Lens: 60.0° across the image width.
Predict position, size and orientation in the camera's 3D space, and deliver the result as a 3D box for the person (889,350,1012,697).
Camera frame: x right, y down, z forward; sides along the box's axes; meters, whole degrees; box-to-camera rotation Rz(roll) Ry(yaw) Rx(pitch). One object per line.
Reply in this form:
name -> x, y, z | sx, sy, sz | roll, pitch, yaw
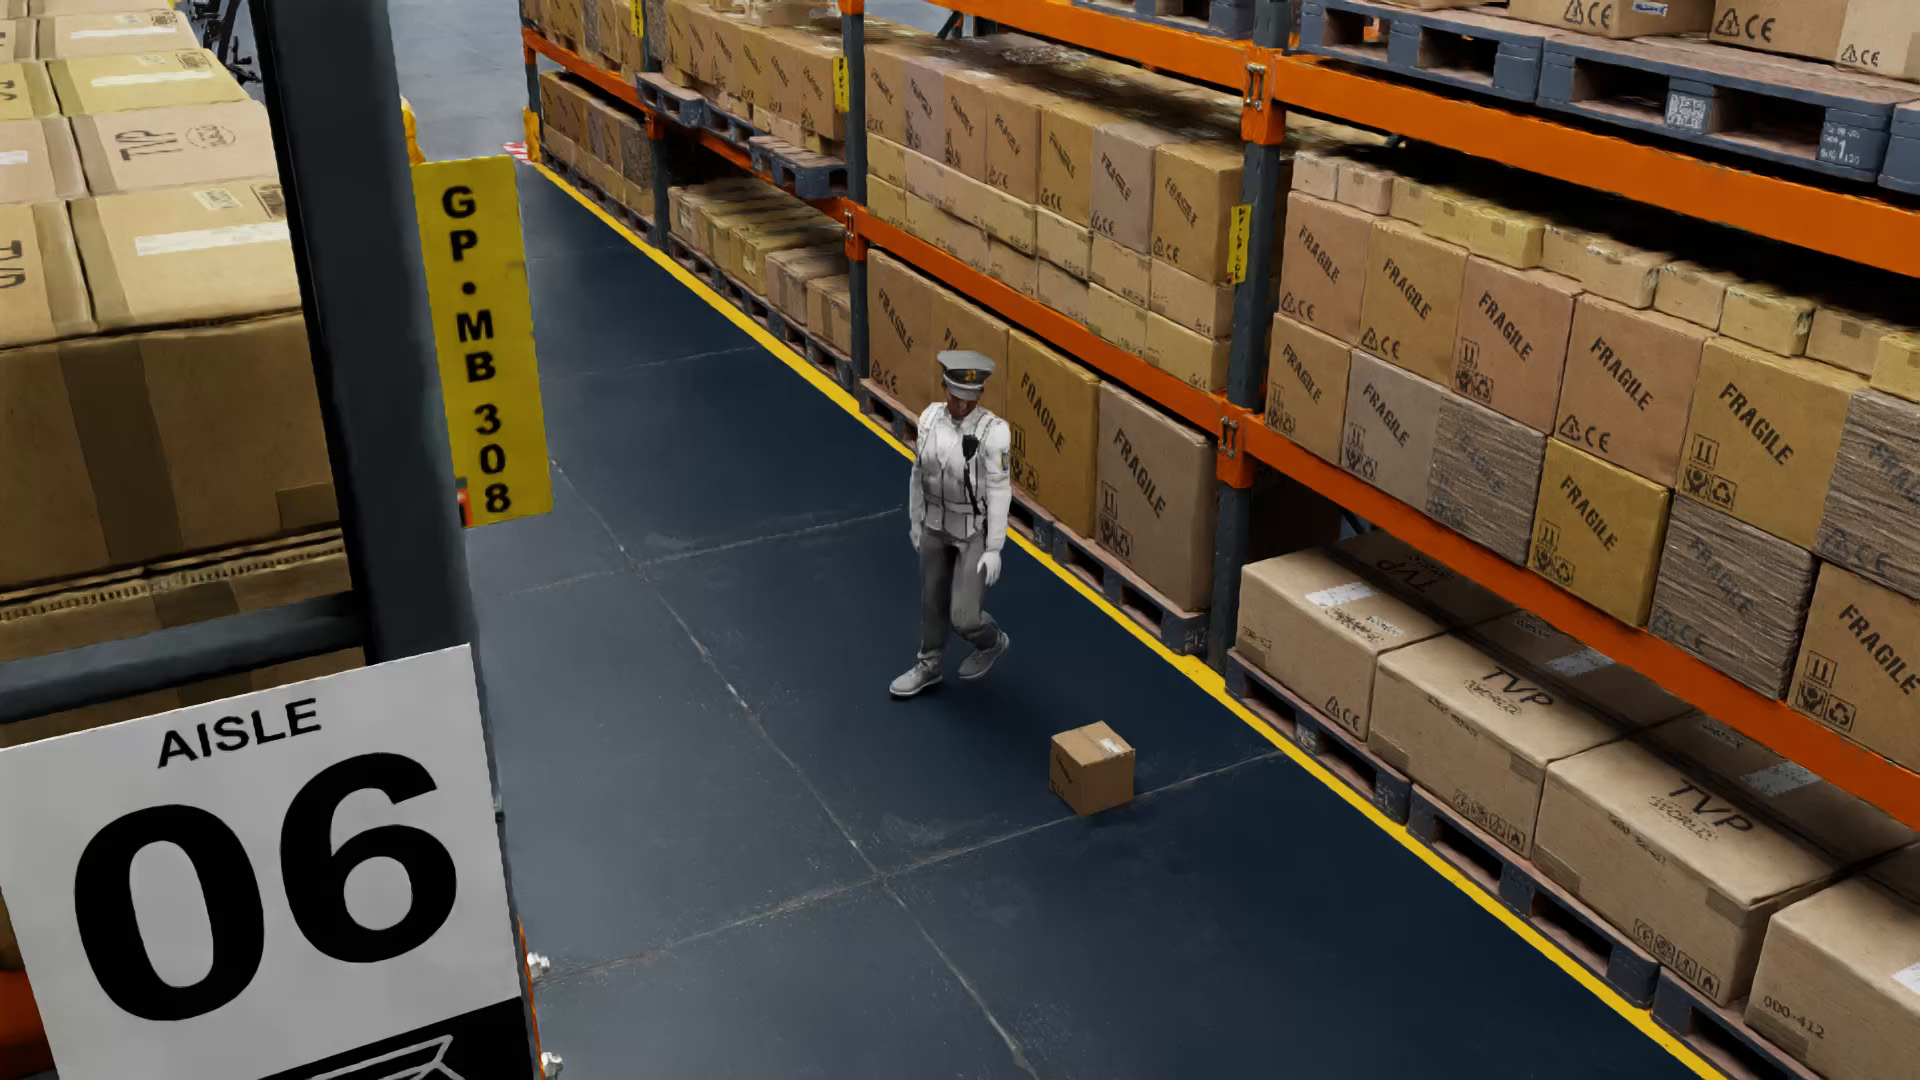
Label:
person -> 0.004, -0.051, 7.194 | 0.554, 1.652, 0.457 | 17, 30, 31
